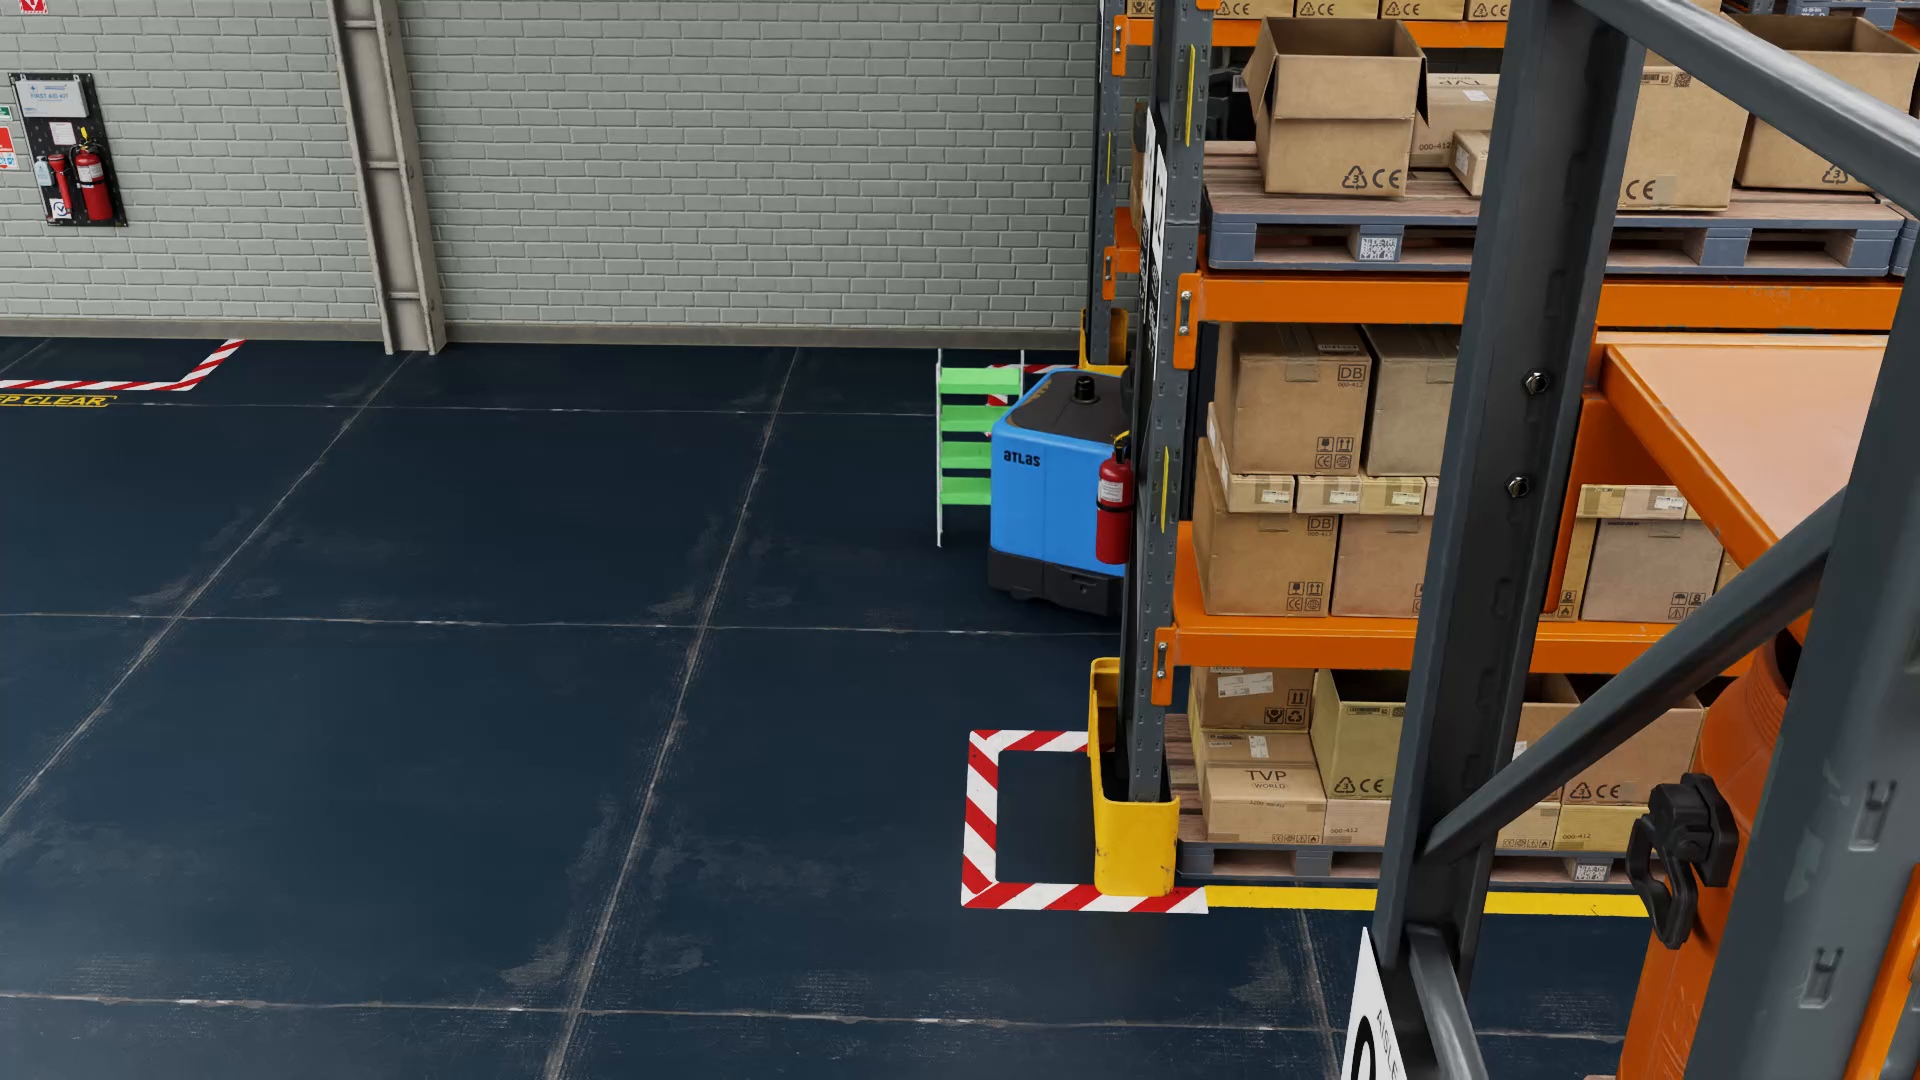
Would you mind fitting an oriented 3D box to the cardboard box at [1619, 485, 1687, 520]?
[{"bbox_3d":[2.734,-0.232,6.686,0.250,0.149,0.380,1,28,2],"label":"cardboard box"}]

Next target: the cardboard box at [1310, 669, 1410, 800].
[{"bbox_3d":[1.841,0.784,7.256,0.500,0.500,0.500,1,28,2],"label":"cardboard box"}]

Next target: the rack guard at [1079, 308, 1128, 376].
[{"bbox_3d":[1.060,-1.248,12.070,0.348,0.500,1.175,1,28,2],"label":"rack guard"}]

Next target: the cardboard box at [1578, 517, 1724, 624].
[{"bbox_3d":[2.827,-0.041,7.017,0.500,0.500,0.700,2,28,3],"label":"cardboard box"}]

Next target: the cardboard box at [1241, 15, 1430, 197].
[{"bbox_3d":[1.387,-1.641,6.233,0.637,0.503,0.797,3,28,5],"label":"cardboard box"}]

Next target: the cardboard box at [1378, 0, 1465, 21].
[{"bbox_3d":[2.900,-3.578,10.466,0.500,0.500,0.500,3,28,5],"label":"cardboard box"}]

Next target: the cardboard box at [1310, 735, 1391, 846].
[{"bbox_3d":[1.841,1.114,7.433,0.500,0.250,0.500,1,28,2],"label":"cardboard box"}]

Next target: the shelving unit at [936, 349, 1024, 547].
[{"bbox_3d":[0.119,-0.538,9.984,0.503,1.200,0.258,1,28,2],"label":"shelving unit"}]

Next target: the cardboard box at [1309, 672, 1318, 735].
[{"bbox_3d":[1.860,0.868,7.897,0.500,0.250,0.500,1,28,2],"label":"cardboard box"}]

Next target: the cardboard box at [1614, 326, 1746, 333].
[{"bbox_3d":[2.862,-0.615,6.716,0.500,0.500,0.700,1,28,2],"label":"cardboard box"}]

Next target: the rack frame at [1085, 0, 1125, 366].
[{"bbox_3d":[0.984,-2.353,11.487,0.127,3.000,1.000,1,28,2],"label":"rack frame"}]

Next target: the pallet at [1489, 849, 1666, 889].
[{"bbox_3d":[2.795,1.212,7.738,1.213,0.211,1.003,1,28,2],"label":"pallet"}]

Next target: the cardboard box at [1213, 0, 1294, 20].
[{"bbox_3d":[1.845,-3.583,10.477,0.500,0.500,0.500,3,28,5],"label":"cardboard box"}]

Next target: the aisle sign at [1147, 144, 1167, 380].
[{"bbox_3d":[0.737,-1.041,6.235,0.004,0.787,0.394,1,28,2],"label":"aisle sign"}]

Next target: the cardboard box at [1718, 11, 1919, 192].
[{"bbox_3d":[3.169,-1.673,6.293,0.637,0.503,0.797,4,28,7],"label":"cardboard box"}]

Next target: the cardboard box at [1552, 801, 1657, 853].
[{"bbox_3d":[2.840,1.133,7.397,0.500,0.250,0.500,1,28,2],"label":"cardboard box"}]

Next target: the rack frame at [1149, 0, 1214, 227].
[{"bbox_3d":[0.813,-2.685,5.707,0.127,3.000,1.000,1,28,2],"label":"rack frame"}]

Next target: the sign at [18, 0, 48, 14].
[{"bbox_3d":[-6.755,-3.975,12.072,0.199,0.298,0.001,1,28,2],"label":"sign"}]

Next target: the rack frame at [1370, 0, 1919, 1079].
[{"bbox_3d":[0.635,-0.367,1.334,0.127,3.000,1.000,1,28,2],"label":"rack frame"}]

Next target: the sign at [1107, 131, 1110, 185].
[{"bbox_3d":[0.965,-2.482,10.805,0.005,0.325,0.100,1,28,2],"label":"sign"}]

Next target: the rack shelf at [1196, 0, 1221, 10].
[{"bbox_3d":[2.812,-2.158,5.907,4.000,0.370,1.077,1,28,2],"label":"rack shelf"}]

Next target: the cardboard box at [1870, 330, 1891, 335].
[{"bbox_3d":[3.862,-0.598,6.683,0.500,0.500,0.700,1,28,2],"label":"cardboard box"}]

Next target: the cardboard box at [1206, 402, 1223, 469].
[{"bbox_3d":[1.202,-0.448,7.094,0.250,0.149,0.380,0,28,1],"label":"cardboard box"}]

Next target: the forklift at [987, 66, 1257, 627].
[{"bbox_3d":[1.721,-0.903,8.824,3.031,2.935,1.130,12,30,21],"label":"forklift"}]

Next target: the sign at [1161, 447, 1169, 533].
[{"bbox_3d":[0.788,-0.192,6.401,0.005,0.325,0.100,1,28,2],"label":"sign"}]

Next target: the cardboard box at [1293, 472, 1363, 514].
[{"bbox_3d":[1.462,-0.255,6.729,0.250,0.149,0.380,0,28,0],"label":"cardboard box"}]

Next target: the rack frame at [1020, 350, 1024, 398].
[{"bbox_3d":[0.363,-0.533,9.975,0.015,1.200,0.240,1,28,2],"label":"rack frame"}]

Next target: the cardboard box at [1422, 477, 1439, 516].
[{"bbox_3d":[1.963,-0.245,6.710,0.250,0.149,0.380,1,28,1],"label":"cardboard box"}]

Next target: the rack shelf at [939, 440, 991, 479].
[{"bbox_3d":[0.119,-0.482,10.014,0.480,0.148,0.258,1,28,2],"label":"rack shelf"}]

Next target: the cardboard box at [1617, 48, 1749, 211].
[{"bbox_3d":[2.463,-1.496,5.962,0.500,0.500,0.500,1,28,2],"label":"cardboard box"}]

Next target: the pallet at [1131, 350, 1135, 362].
[{"bbox_3d":[1.871,-1.090,12.081,1.213,0.211,1.003,1,28,2],"label":"pallet"}]

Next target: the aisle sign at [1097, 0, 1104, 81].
[{"bbox_3d":[0.902,-3.363,10.615,0.004,0.787,0.394,1,28,2],"label":"aisle sign"}]

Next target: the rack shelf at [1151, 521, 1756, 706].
[{"bbox_3d":[2.812,0.316,7.219,4.000,0.370,1.077,1,28,2],"label":"rack shelf"}]

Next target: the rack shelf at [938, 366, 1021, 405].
[{"bbox_3d":[0.119,-0.906,9.790,0.480,0.148,0.258,1,28,2],"label":"rack shelf"}]

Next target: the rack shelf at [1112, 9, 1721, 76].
[{"bbox_3d":[2.983,-3.328,10.890,4.000,0.370,1.077,1,28,2],"label":"rack shelf"}]

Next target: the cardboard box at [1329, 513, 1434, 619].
[{"bbox_3d":[1.804,-0.059,7.051,0.500,0.500,0.700,2,28,3],"label":"cardboard box"}]

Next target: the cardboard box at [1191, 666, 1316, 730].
[{"bbox_3d":[1.360,0.533,7.729,0.500,0.500,0.500,1,28,2],"label":"cardboard box"}]

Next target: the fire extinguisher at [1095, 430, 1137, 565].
[{"bbox_3d":[0.712,-0.220,7.545,0.183,0.674,0.296,1,28,2],"label":"fire extinguisher"}]

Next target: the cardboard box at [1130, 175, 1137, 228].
[{"bbox_3d":[1.458,-2.379,11.674,0.500,0.250,0.500,1,28,3],"label":"cardboard box"}]

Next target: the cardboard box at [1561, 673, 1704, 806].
[{"bbox_3d":[2.840,0.802,7.220,0.500,0.500,0.500,1,28,2],"label":"cardboard box"}]

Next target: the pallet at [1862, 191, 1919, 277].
[{"bbox_3d":[3.957,-1.257,6.310,1.213,0.211,1.003,1,28,2],"label":"pallet"}]

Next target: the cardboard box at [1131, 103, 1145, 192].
[{"bbox_3d":[1.463,-2.719,11.515,0.500,0.500,0.500,1,28,1],"label":"cardboard box"}]

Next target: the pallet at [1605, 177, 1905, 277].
[{"bbox_3d":[2.741,-1.278,6.350,1.213,0.211,1.003,1,28,2],"label":"pallet"}]

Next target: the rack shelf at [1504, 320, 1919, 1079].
[{"bbox_3d":[2.634,0.161,1.534,4.000,0.370,1.077,1,28,2],"label":"rack shelf"}]

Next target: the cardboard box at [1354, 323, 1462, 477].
[{"bbox_3d":[1.858,-0.631,6.746,0.500,0.500,0.700,0,28,0],"label":"cardboard box"}]

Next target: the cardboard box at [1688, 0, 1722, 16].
[{"bbox_3d":[4.466,-3.558,10.429,0.500,0.500,0.500,2,28,3],"label":"cardboard box"}]

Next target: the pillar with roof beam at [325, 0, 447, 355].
[{"bbox_3d":[-4.434,-3.481,7.209,0.400,9.000,9.100,1,28,2],"label":"pillar with roof beam"}]
